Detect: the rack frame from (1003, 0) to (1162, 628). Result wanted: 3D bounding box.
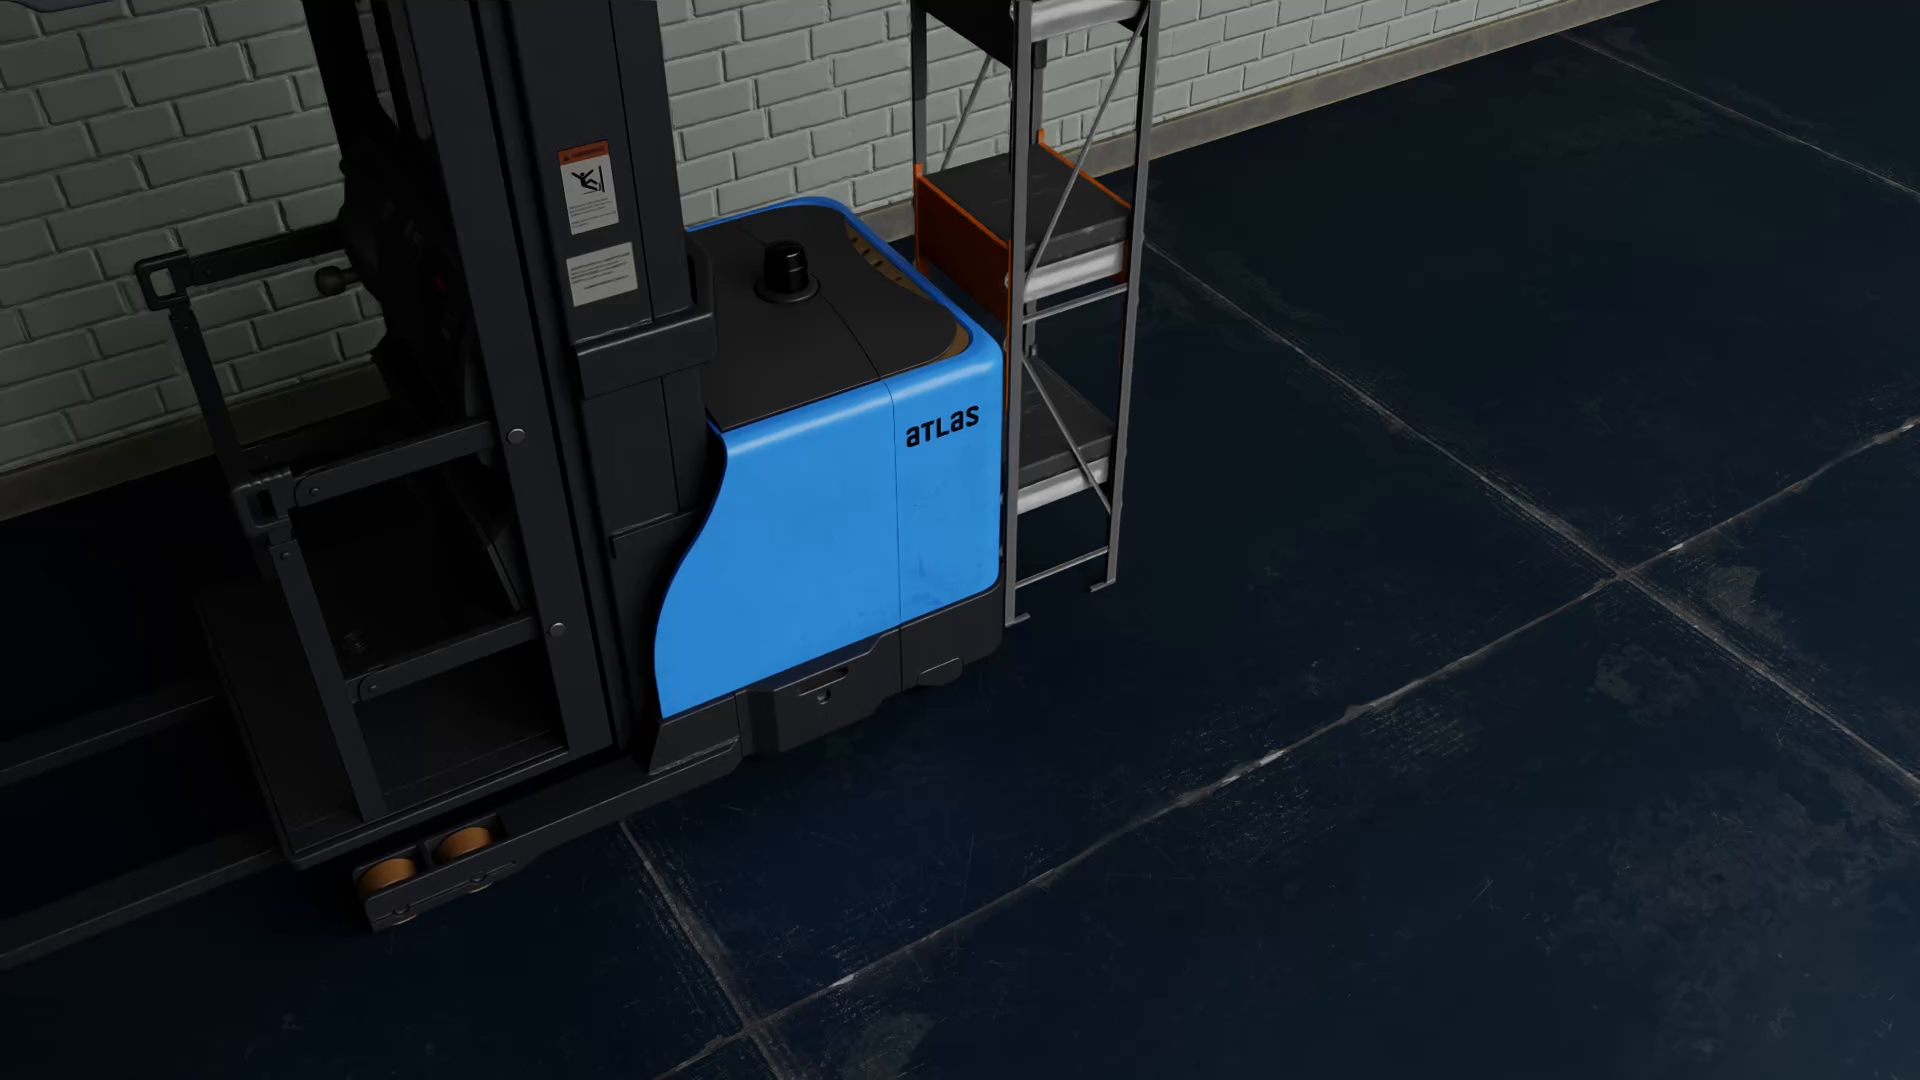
[{"bbox_3d":[0.300,-0.614,4.347,0.400,2.100,0.015,-21,44,-23],"label":"rack frame"}]

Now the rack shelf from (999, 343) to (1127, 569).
[{"bbox_3d":[0.175,-0.200,4.965,0.431,0.518,0.480,-21,44,-23],"label":"rack shelf"}]

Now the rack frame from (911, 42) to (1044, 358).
[{"bbox_3d":[0.050,-0.882,4.669,0.400,2.100,0.015,-21,44,-23],"label":"rack frame"}]

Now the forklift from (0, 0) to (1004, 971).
[{"bbox_3d":[-1.406,-0.564,3.638,3.031,2.935,1.130,-21,44,-23],"label":"forklift"}]

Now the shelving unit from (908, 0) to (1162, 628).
[{"bbox_3d":[0.175,-0.748,4.508,0.431,2.100,0.503,-21,44,-23],"label":"shelving unit"}]

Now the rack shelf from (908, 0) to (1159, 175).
[{"bbox_3d":[0.175,-1.276,4.068,0.431,0.518,0.480,-21,44,-23],"label":"rack shelf"}]

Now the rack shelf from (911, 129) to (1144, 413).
[{"bbox_3d":[0.175,-0.738,4.517,0.431,0.518,0.480,-21,44,-23],"label":"rack shelf"}]
